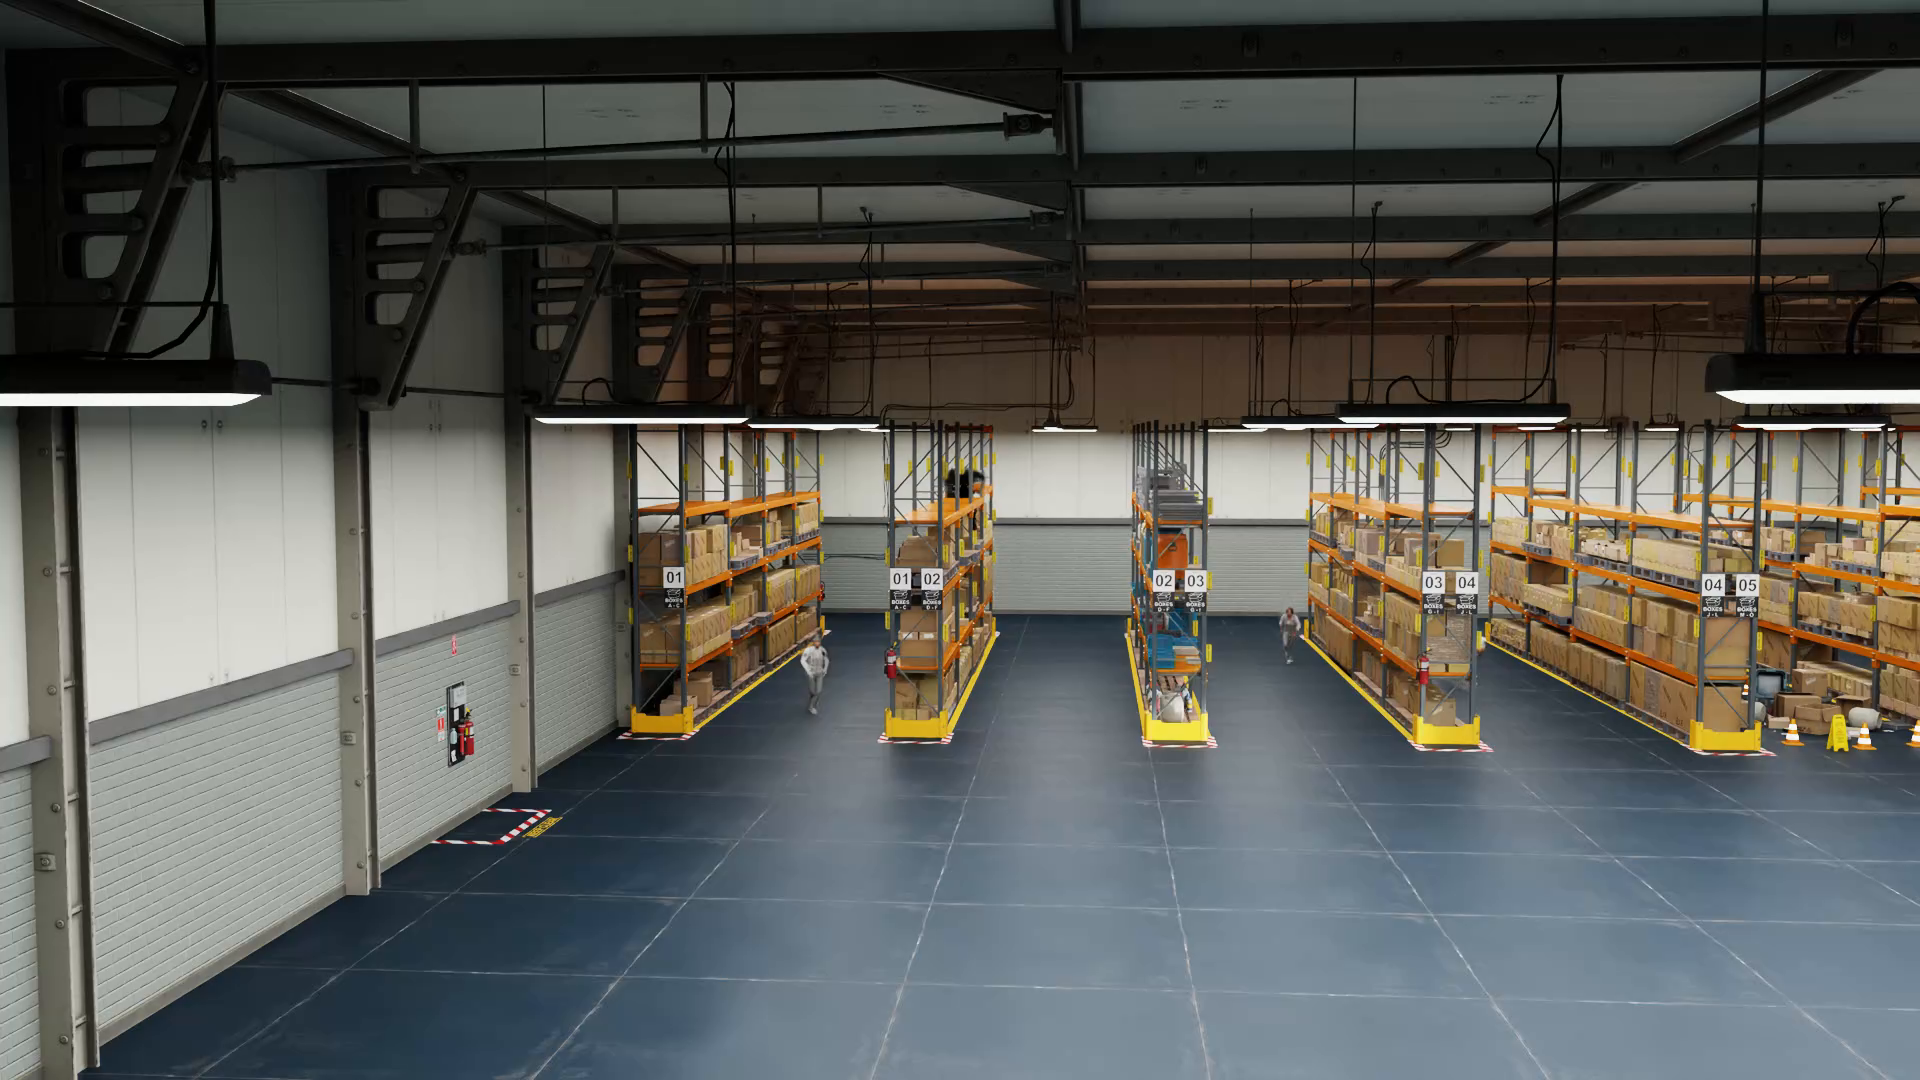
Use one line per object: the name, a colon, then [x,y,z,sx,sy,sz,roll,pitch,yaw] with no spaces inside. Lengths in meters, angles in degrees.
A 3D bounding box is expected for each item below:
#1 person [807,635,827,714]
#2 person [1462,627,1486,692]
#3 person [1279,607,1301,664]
person: [-3.000,2.744,34.360,0.446,1.643,0.557,-1,4,-18]
person: [11.455,2.624,37.337,0.647,1.530,1.190,1,4,16]
person: [8.308,2.373,41.841,0.534,1.454,0.965,1,4,14]
